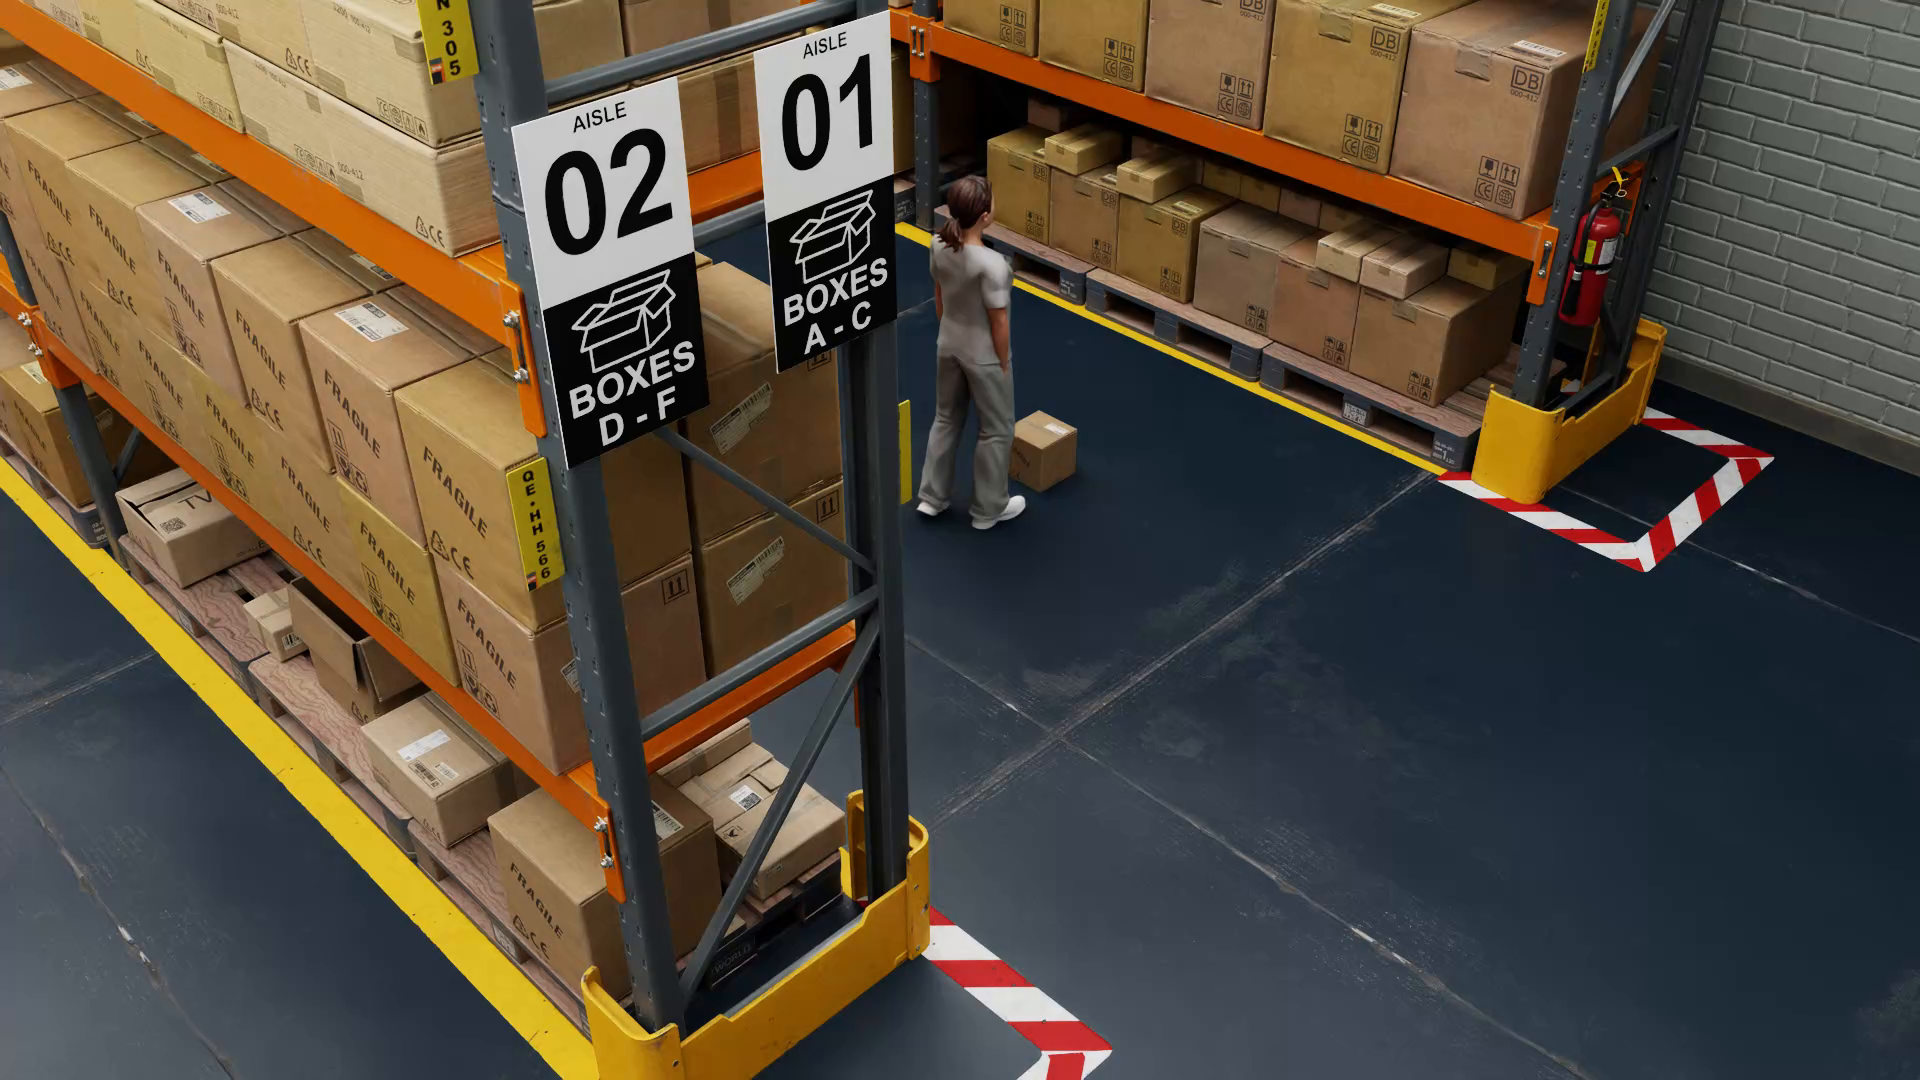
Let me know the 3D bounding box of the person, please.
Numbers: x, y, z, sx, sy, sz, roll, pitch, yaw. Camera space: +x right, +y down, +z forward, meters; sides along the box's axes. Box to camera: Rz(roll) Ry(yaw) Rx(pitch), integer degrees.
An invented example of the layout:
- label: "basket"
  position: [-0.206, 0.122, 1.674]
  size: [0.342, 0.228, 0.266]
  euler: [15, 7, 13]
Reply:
- label: "person"
  position: [0.050, -0.774, 7.301]
  size: [0.442, 1.748, 0.443]
  euler: [-29, 45, -34]
